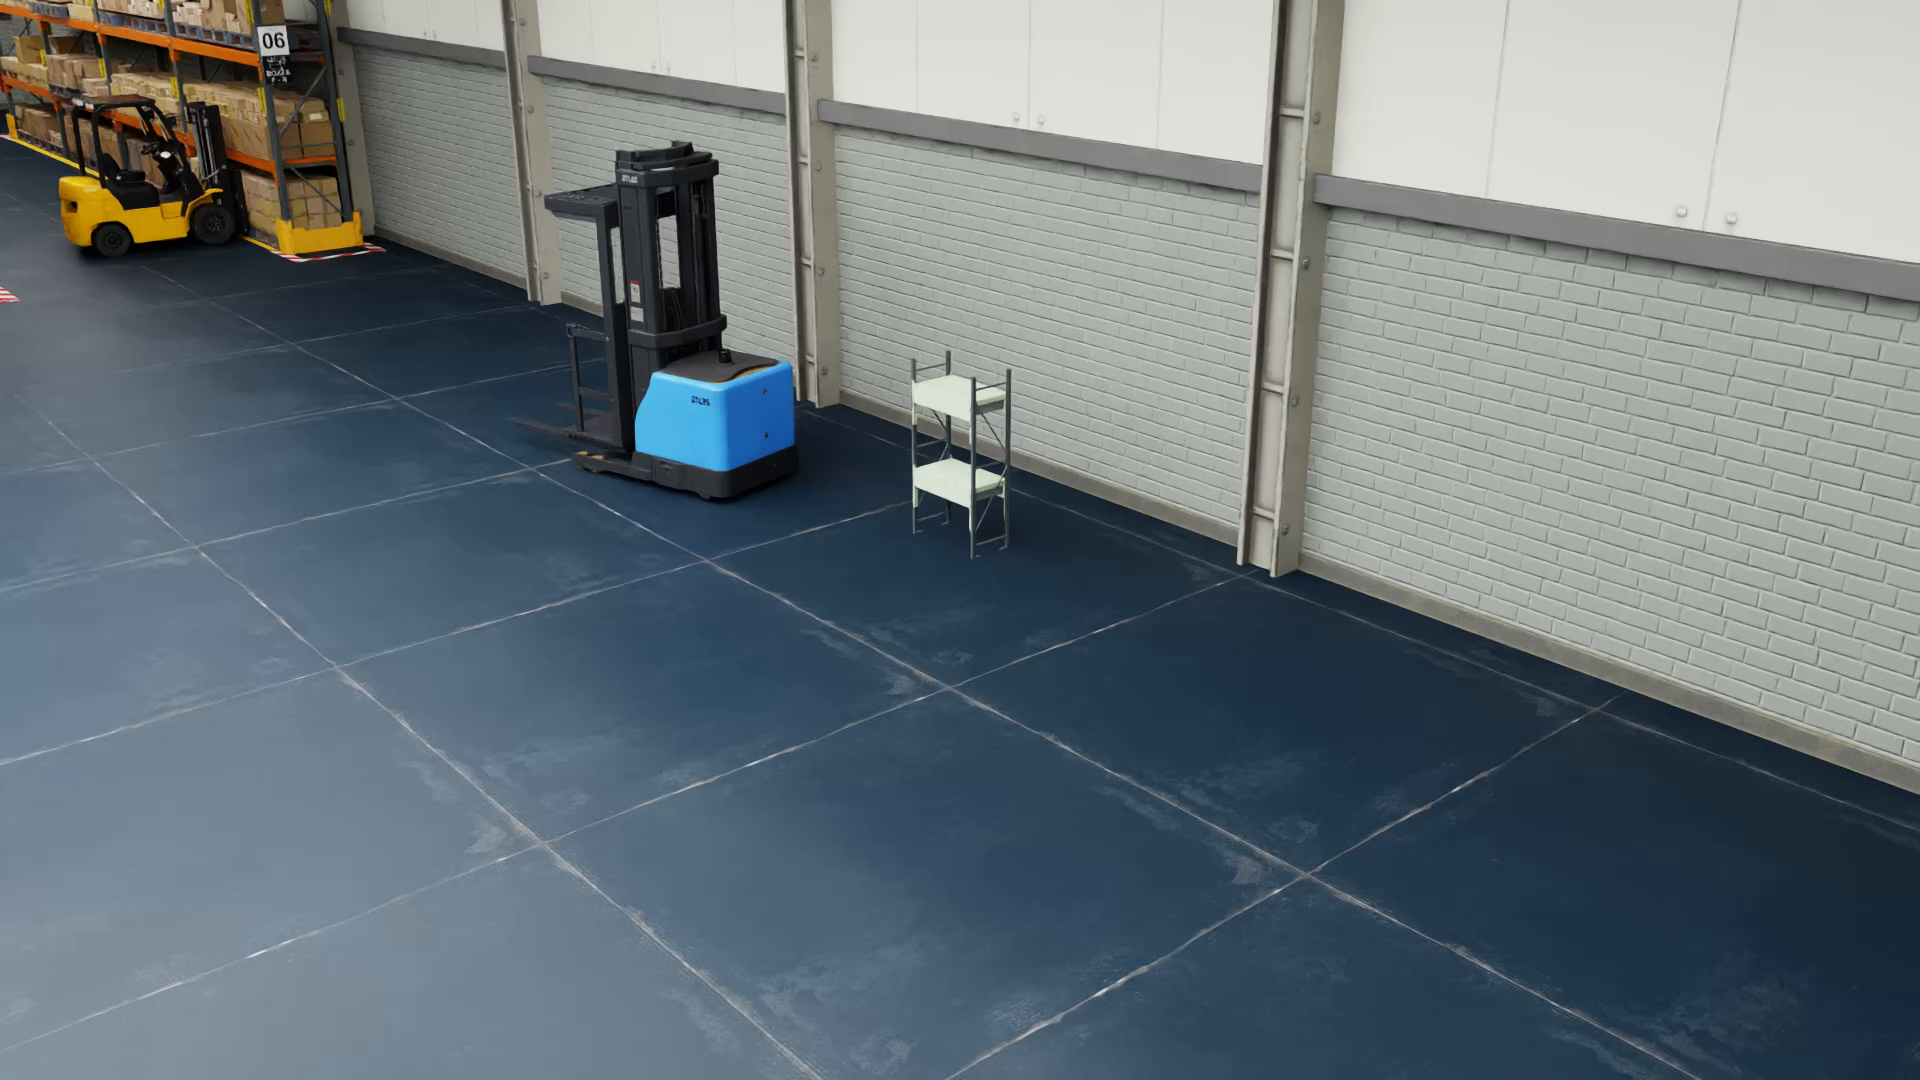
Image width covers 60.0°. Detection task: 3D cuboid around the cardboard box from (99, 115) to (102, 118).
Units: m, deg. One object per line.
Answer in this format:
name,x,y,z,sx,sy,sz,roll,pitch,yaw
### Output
cardboard box,-16.734,-8.304,32.761,0.380,0.149,0.250,-17,27,-37

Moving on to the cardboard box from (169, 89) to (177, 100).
cardboard box,-12.720,-7.322,27.264,0.380,0.149,0.250,-18,28,-38

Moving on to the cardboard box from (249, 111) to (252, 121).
cardboard box,-10.286,-6.287,24.622,0.380,0.149,0.250,-17,27,-36

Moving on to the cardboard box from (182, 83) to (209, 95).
cardboard box,-12.163,-7.193,26.527,0.380,0.149,0.250,-17,27,-36

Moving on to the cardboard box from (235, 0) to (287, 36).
cardboard box,-10.009,-7.509,23.806,0.500,0.500,0.500,-16,27,-36

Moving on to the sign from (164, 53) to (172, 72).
sign,-14.339,-8.642,30.073,0.100,0.325,0.005,-17,27,-37

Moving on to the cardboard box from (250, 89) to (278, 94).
cardboard box,-10.756,-6.896,25.770,0.380,0.149,0.250,-16,27,-36

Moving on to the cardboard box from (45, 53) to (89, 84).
cardboard box,-17.222,-9.130,32.194,0.700,0.500,0.500,-17,27,-36

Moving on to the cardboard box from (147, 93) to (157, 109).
cardboard box,-13.331,-7.385,27.973,0.500,0.250,0.500,-17,27,-36

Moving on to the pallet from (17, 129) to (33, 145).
pallet,-19.408,-8.640,35.481,1.003,0.211,1.213,-17,27,-37

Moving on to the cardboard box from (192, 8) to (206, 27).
cardboard box,-11.407,-7.958,25.274,0.396,0.266,0.258,-18,28,-39

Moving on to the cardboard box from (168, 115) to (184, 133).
cardboard box,-12.673,-6.872,27.347,0.500,0.250,0.500,-17,27,-36

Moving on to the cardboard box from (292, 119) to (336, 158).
cardboard box,-9.648,-6.009,24.802,0.500,0.500,0.500,-16,27,-36

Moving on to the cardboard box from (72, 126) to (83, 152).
cardboard box,-16.868,-7.774,32.298,0.500,0.500,0.500,-18,28,-38

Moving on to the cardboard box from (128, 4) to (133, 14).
cardboard box,-13.597,-8.831,27.662,0.380,0.149,0.250,-18,28,-38

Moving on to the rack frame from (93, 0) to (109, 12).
rack frame,-14.757,-10.763,28.851,1.000,3.000,0.127,-17,27,-37

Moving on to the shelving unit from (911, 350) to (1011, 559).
shelving unit,0.004,-0.697,13.432,0.431,1.500,0.755,-17,27,-37

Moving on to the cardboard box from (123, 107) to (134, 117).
cardboard box,-14.328,-7.579,29.153,0.500,0.250,0.500,-18,28,-39

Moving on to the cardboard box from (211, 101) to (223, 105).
cardboard box,-11.324,-6.702,25.682,0.380,0.149,0.250,-19,28,-39

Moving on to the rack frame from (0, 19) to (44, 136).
rack frame,-19.979,-10.180,35.588,1.000,3.000,0.127,-17,27,-37

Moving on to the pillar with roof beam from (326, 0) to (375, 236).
pillar with roof beam,-12.568,-7.935,21.630,9.100,9.000,0.400,-17,27,-37

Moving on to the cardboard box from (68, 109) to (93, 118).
cardboard box,-17.130,-8.324,32.404,0.380,0.149,0.250,-19,28,-40

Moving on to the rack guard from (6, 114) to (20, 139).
rack guard,-19.930,-8.995,35.990,1.175,0.500,0.348,-17,27,-37

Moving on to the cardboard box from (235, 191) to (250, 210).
cardboard box,-10.762,-5.246,25.500,0.500,0.250,0.500,-18,28,-39

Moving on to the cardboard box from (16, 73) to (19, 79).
cardboard box,-19.455,-9.699,34.704,0.380,0.149,0.250,-16,27,-36

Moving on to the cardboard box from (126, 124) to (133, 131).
cardboard box,-15.552,-7.809,31.496,0.380,0.149,0.250,-18,28,-39

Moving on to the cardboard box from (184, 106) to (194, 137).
cardboard box,-12.054,-6.726,26.633,0.500,0.500,0.500,-18,28,-39

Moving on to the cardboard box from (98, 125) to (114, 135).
cardboard box,-15.913,-7.683,31.176,0.380,0.149,0.250,-18,28,-38

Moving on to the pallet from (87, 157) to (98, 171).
pallet,-16.008,-7.223,31.863,1.003,0.211,1.213,-17,27,-37

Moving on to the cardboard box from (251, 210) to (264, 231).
cardboard box,-10.399,-4.869,25.223,0.500,0.250,0.500,-17,27,-37

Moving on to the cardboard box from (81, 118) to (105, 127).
cardboard box,-16.731,-8.047,32.105,0.380,0.149,0.250,-18,28,-38

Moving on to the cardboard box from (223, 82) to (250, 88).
cardboard box,-11.576,-7.256,26.689,0.380,0.149,0.250,-18,28,-39

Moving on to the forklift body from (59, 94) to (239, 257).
forklift body,-12.155,-5.454,24.685,2.313,2.155,1.214,-17,27,-37

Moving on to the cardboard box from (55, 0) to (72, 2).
cardboard box,-16.452,-10.001,30.649,0.380,0.149,0.250,-17,27,-36

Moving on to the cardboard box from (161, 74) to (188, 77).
cardboard box,-13.800,-8.094,29.235,0.380,0.149,0.250,-18,28,-38

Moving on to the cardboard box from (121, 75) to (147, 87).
cardboard box,-14.410,-8.022,29.051,0.380,0.149,0.250,-17,27,-36

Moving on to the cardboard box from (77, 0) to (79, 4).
cardboard box,-15.798,-9.817,30.207,0.380,0.149,0.250,-17,27,-37

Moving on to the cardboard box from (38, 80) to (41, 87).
cardboard box,-18.293,-9.198,33.424,0.380,0.149,0.250,-17,27,-36

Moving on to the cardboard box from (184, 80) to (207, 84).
cardboard box,-13.005,-7.726,28.296,0.380,0.149,0.250,-18,27,-38

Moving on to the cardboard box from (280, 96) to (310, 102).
cardboard box,-9.921,-6.540,24.860,0.380,0.149,0.250,-17,27,-36

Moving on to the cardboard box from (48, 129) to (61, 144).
cardboard box,-18.187,-8.180,33.655,0.396,0.266,0.258,-16,27,-36

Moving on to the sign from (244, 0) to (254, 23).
sign,-9.955,-7.406,23.288,0.100,0.325,0.005,-17,27,-37

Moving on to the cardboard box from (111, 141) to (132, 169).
cardboard box,-15.196,-7.067,30.492,0.500,0.500,0.500,-16,27,-36

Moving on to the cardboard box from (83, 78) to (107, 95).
cardboard box,-15.691,-8.310,30.443,0.500,0.250,0.500,-19,28,-40

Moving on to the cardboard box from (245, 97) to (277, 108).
cardboard box,-10.411,-6.508,24.780,0.380,0.149,0.250,-17,27,-37

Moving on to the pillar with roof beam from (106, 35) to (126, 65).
pillar with roof beam,-20.401,-11.250,30.095,9.100,9.000,0.400,-17,27,-37

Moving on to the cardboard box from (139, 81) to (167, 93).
cardboard box,-13.626,-7.655,28.116,0.380,0.149,0.250,-18,28,-39

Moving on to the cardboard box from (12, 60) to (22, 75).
cardboard box,-19.224,-9.781,34.366,0.500,0.250,0.500,-18,28,-38

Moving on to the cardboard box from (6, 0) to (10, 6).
cardboard box,-19.020,-10.870,33.580,0.380,0.149,0.250,-17,27,-37

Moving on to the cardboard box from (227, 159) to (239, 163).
cardboard box,-11.742,-5.893,26.467,0.500,0.250,0.500,-17,27,-37

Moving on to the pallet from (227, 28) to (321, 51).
pallet,-9.977,-7.316,24.285,1.003,0.211,1.213,-17,27,-37

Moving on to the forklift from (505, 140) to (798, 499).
forklift,-2.981,-2.120,15.105,3.031,2.935,1.130,14,25,32

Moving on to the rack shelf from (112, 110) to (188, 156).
rack shelf,-13.452,-7.082,28.665,1.077,0.370,4.000,-17,27,-37

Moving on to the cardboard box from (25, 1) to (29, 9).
cardboard box,-18.153,-10.528,32.709,0.380,0.149,0.250,-16,27,-36

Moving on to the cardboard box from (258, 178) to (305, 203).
cardboard box,-10.072,-5.193,24.679,0.500,0.250,0.500,-16,27,-36

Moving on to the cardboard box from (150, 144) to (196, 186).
cardboard box,-13.488,-6.519,28.922,0.875,0.625,0.625,-19,28,-40

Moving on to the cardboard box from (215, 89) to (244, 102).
cardboard box,-11.262,-6.856,25.667,0.380,0.149,0.250,-18,27,-38

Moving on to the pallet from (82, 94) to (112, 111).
pallet,-15.253,-8.051,30.415,1.213,0.211,1.003,-17,27,-37
